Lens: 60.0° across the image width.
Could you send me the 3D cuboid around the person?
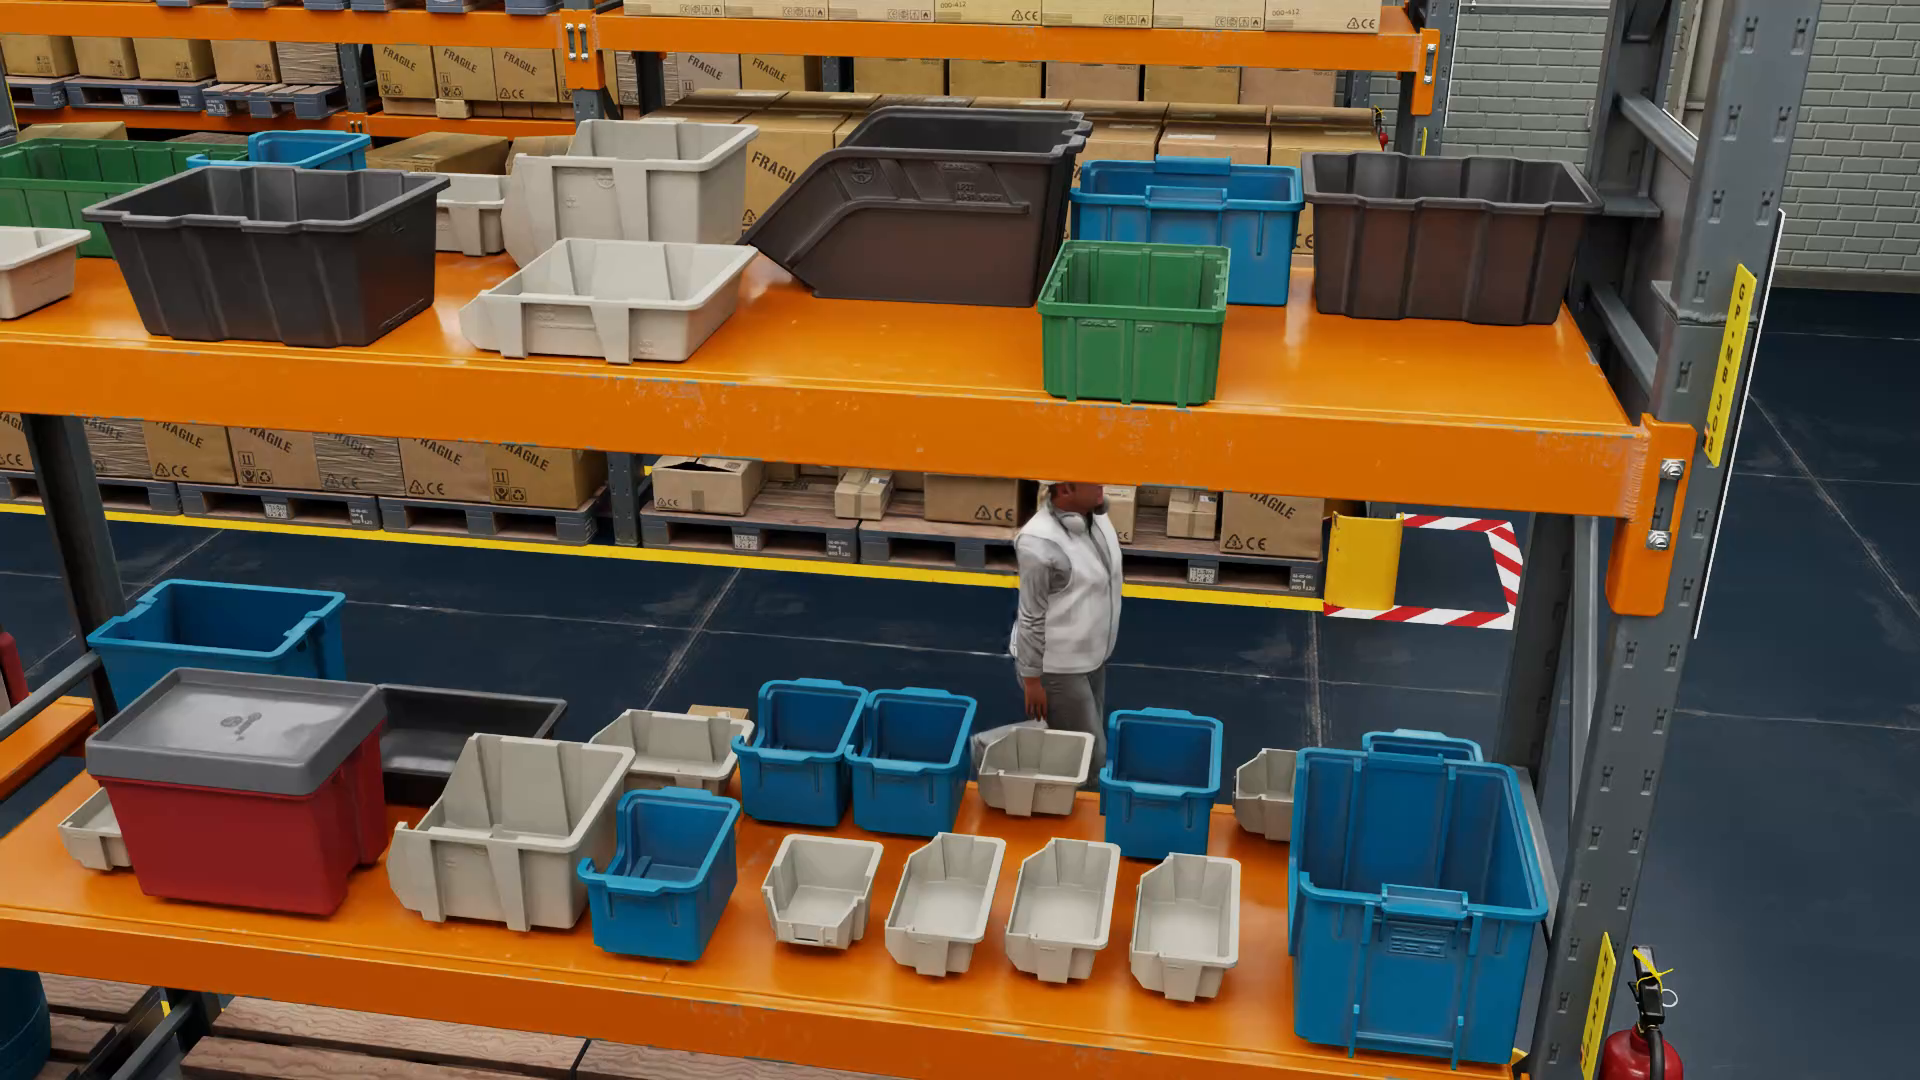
[{"bbox_3d":[0.339,0.390,6.202,0.785,1.753,0.549,12,27,25],"label":"person"}]
